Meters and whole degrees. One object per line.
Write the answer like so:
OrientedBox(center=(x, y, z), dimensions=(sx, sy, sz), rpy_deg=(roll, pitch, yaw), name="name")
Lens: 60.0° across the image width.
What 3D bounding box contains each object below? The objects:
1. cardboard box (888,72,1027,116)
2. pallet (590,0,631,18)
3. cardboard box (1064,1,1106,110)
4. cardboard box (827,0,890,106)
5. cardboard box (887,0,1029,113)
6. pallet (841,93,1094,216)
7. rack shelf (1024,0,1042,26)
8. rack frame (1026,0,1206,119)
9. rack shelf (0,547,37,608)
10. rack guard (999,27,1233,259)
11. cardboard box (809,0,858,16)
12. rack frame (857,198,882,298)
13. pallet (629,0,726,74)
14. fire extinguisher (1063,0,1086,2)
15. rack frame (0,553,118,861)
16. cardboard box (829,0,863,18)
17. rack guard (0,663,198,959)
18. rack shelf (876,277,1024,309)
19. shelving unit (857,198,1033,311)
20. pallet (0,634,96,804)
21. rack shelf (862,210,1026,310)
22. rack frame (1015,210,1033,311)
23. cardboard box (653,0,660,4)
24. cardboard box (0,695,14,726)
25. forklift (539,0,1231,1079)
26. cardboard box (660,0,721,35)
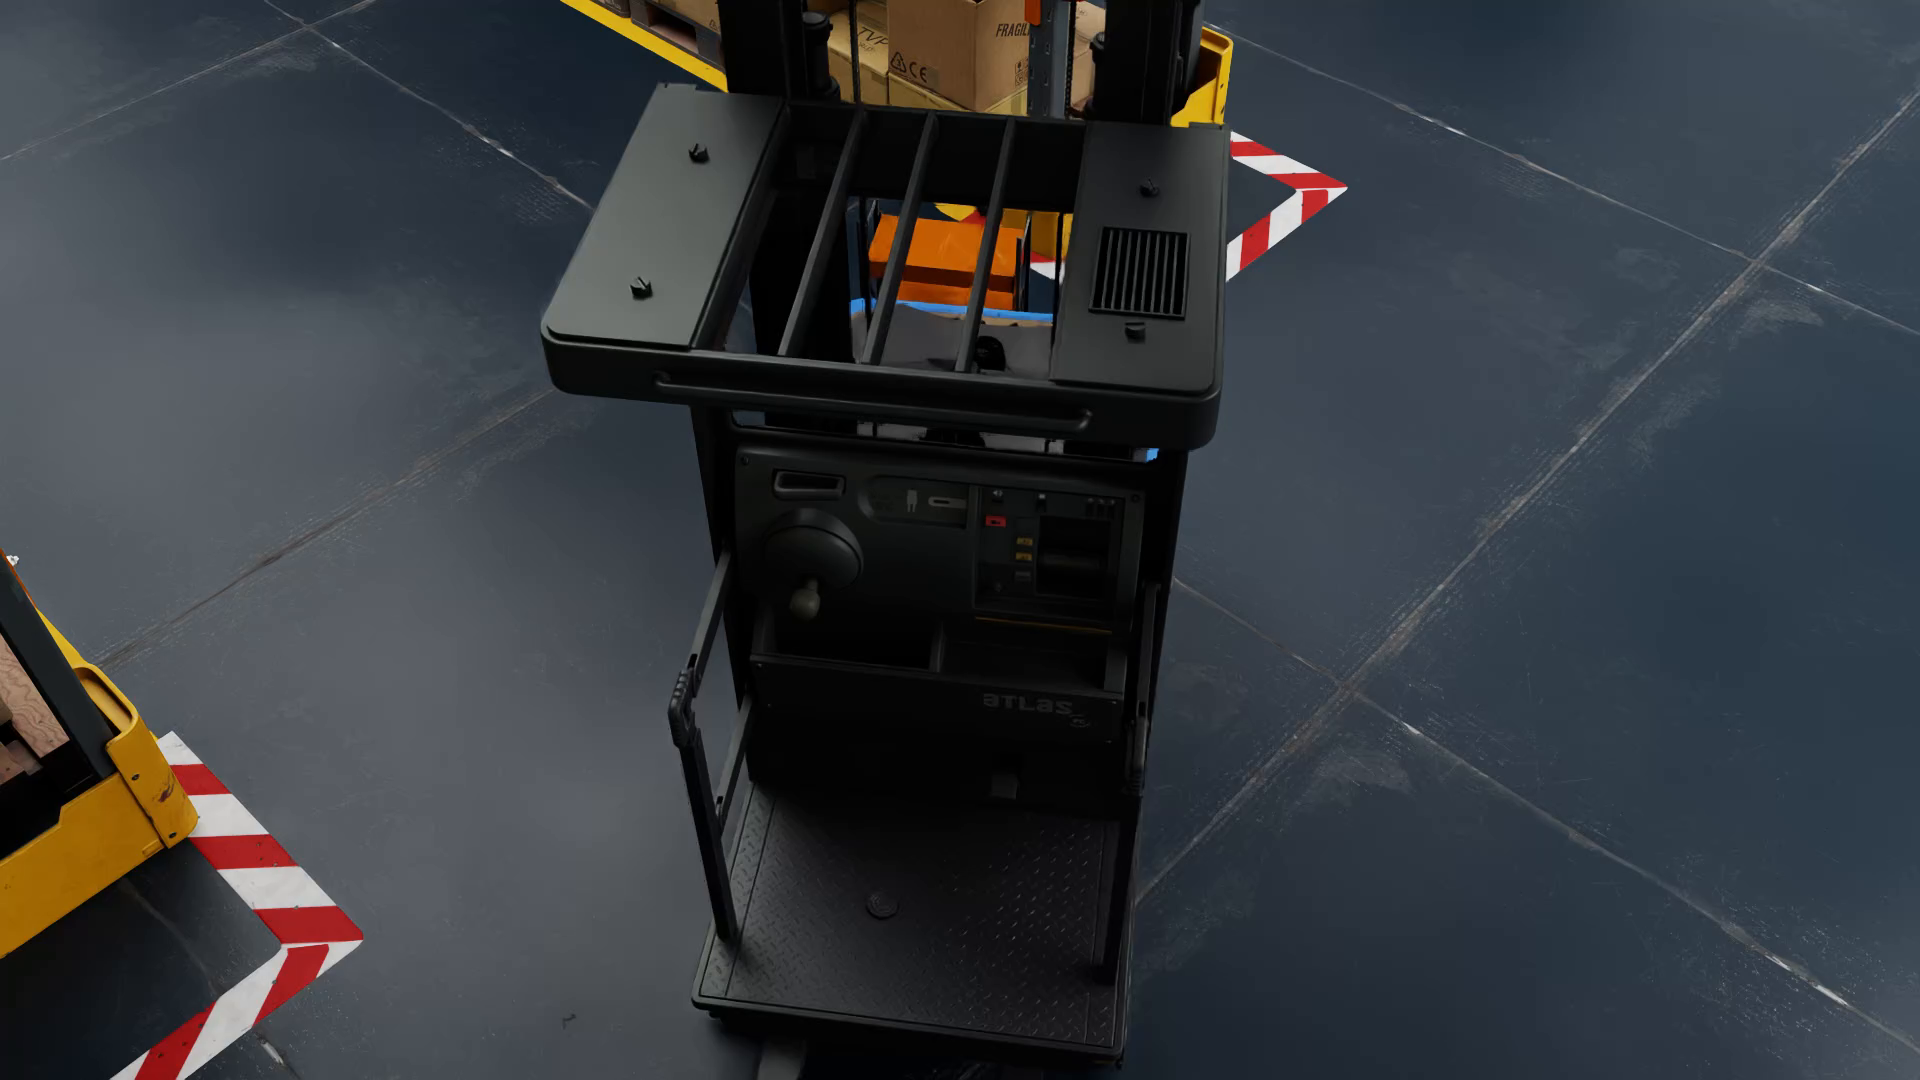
OrientedBox(center=(0.049, -1.884, 7.059), dimensions=(0.500, 0.250, 0.500), rpy_deg=(34, 55, 28), name="cardboard box")
OrientedBox(center=(-1.740, -3.182, 8.593), dimensions=(1.213, 0.211, 1.003), rpy_deg=(34, 55, 28), name="pallet")
OrientedBox(center=(0.400, -2.161, 7.320), dimensions=(0.500, 0.250, 0.500), rpy_deg=(34, 55, 28), name="cardboard box")
OrientedBox(center=(-0.327, -2.124, 7.285), dimensions=(0.500, 0.250, 0.500), rpy_deg=(34, 55, 28), name="cardboard box")
OrientedBox(center=(0.047, -2.139, 6.785), dimensions=(0.500, 0.500, 0.500), rpy_deg=(34, 55, 28), name="cardboard box")
OrientedBox(center=(0.053, -1.975, 7.460), dimensions=(1.213, 0.211, 1.003), rpy_deg=(34, 55, 28), name="pallet")
OrientedBox(center=(-0.826, -3.317, 7.300), dimensions=(4.000, 0.370, 1.077), rpy_deg=(34, 55, 28), name="rack shelf")
OrientedBox(center=(0.643, -2.574, 6.109), dimensions=(0.127, 3.000, 1.000), rpy_deg=(34, 55, 28), name="rack frame")
OrientedBox(center=(-4.183, -0.661, 4.807), dimensions=(4.000, 0.370, 1.077), rpy_deg=(34, 55, 28), name="rack shelf")
OrientedBox(center=(0.661, -1.707, 7.010), dimensions=(0.348, 0.500, 1.175), rpy_deg=(34, 55, 28), name="rack guard")
OrientedBox(center=(-0.697, -2.626, 7.241), dimensions=(0.500, 0.500, 0.500), rpy_deg=(34, 55, 28), name="cardboard box")
OrientedBox(center=(-0.283, -0.639, 5.527), dimensions=(0.015, 1.200, 0.240), rpy_deg=(7, 47, 7), name="rack frame")
OrientedBox(center=(-0.839, -2.579, 8.026), dimensions=(1.213, 0.211, 1.003), rpy_deg=(34, 55, 28), name="pallet")
OrientedBox(center=(0.415, -2.240, 5.849), dimensions=(0.183, 0.674, 0.296), rpy_deg=(34, 55, 28), name="fire extinguisher")
OrientedBox(center=(-2.714, 0.081, 3.616), dimensions=(0.127, 3.000, 1.000), rpy_deg=(34, 55, 28), name="rack frame")
OrientedBox(center=(-0.695, -2.371, 7.516), dimensions=(0.500, 0.250, 0.500), rpy_deg=(34, 55, 28), name="cardboard box")
OrientedBox(center=(-2.770, 0.900, 4.563), dimensions=(0.348, 0.500, 1.175), rpy_deg=(34, 55, 28), name="rack guard")
OrientedBox(center=(-0.043, -0.715, 5.383), dimensions=(0.480, 0.148, 0.258), rpy_deg=(7, 47, 7), name="rack shelf")
OrientedBox(center=(-0.043, -0.608, 5.497), dimensions=(0.503, 1.200, 0.258), rpy_deg=(7, 47, 7), name="shelving unit")
OrientedBox(center=(-3.343, 0.578, 5.063), dimensions=(1.213, 0.211, 1.003), rpy_deg=(34, 55, 28), name="pallet")
OrientedBox(center=(-0.043, -0.877, 5.211), dimensions=(0.480, 0.148, 0.258), rpy_deg=(7, 47, 7), name="rack shelf")
OrientedBox(center=(0.197, -0.576, 5.468), dimensions=(0.015, 1.200, 0.240), rpy_deg=(7, 47, 7), name="rack frame")
OrientedBox(center=(-1.433, -2.863, 7.978), dimensions=(0.500, 0.250, 0.500), rpy_deg=(34, 55, 28), name="cardboard box")
OrientedBox(center=(-3.161, 0.461, 4.802), dimensions=(0.500, 0.311, 0.500), rpy_deg=(28, 53, 24), name="cardboard box")
OrientedBox(center=(-0.079, 0.108, 3.638), dimensions=(1.130, 2.935, 3.031), rpy_deg=(6, 47, 5), name="forklift")
OrientedBox(center=(-1.062, -2.619, 7.749), dimensions=(0.500, 0.250, 0.500), rpy_deg=(34, 55, 28), name="cardboard box")
